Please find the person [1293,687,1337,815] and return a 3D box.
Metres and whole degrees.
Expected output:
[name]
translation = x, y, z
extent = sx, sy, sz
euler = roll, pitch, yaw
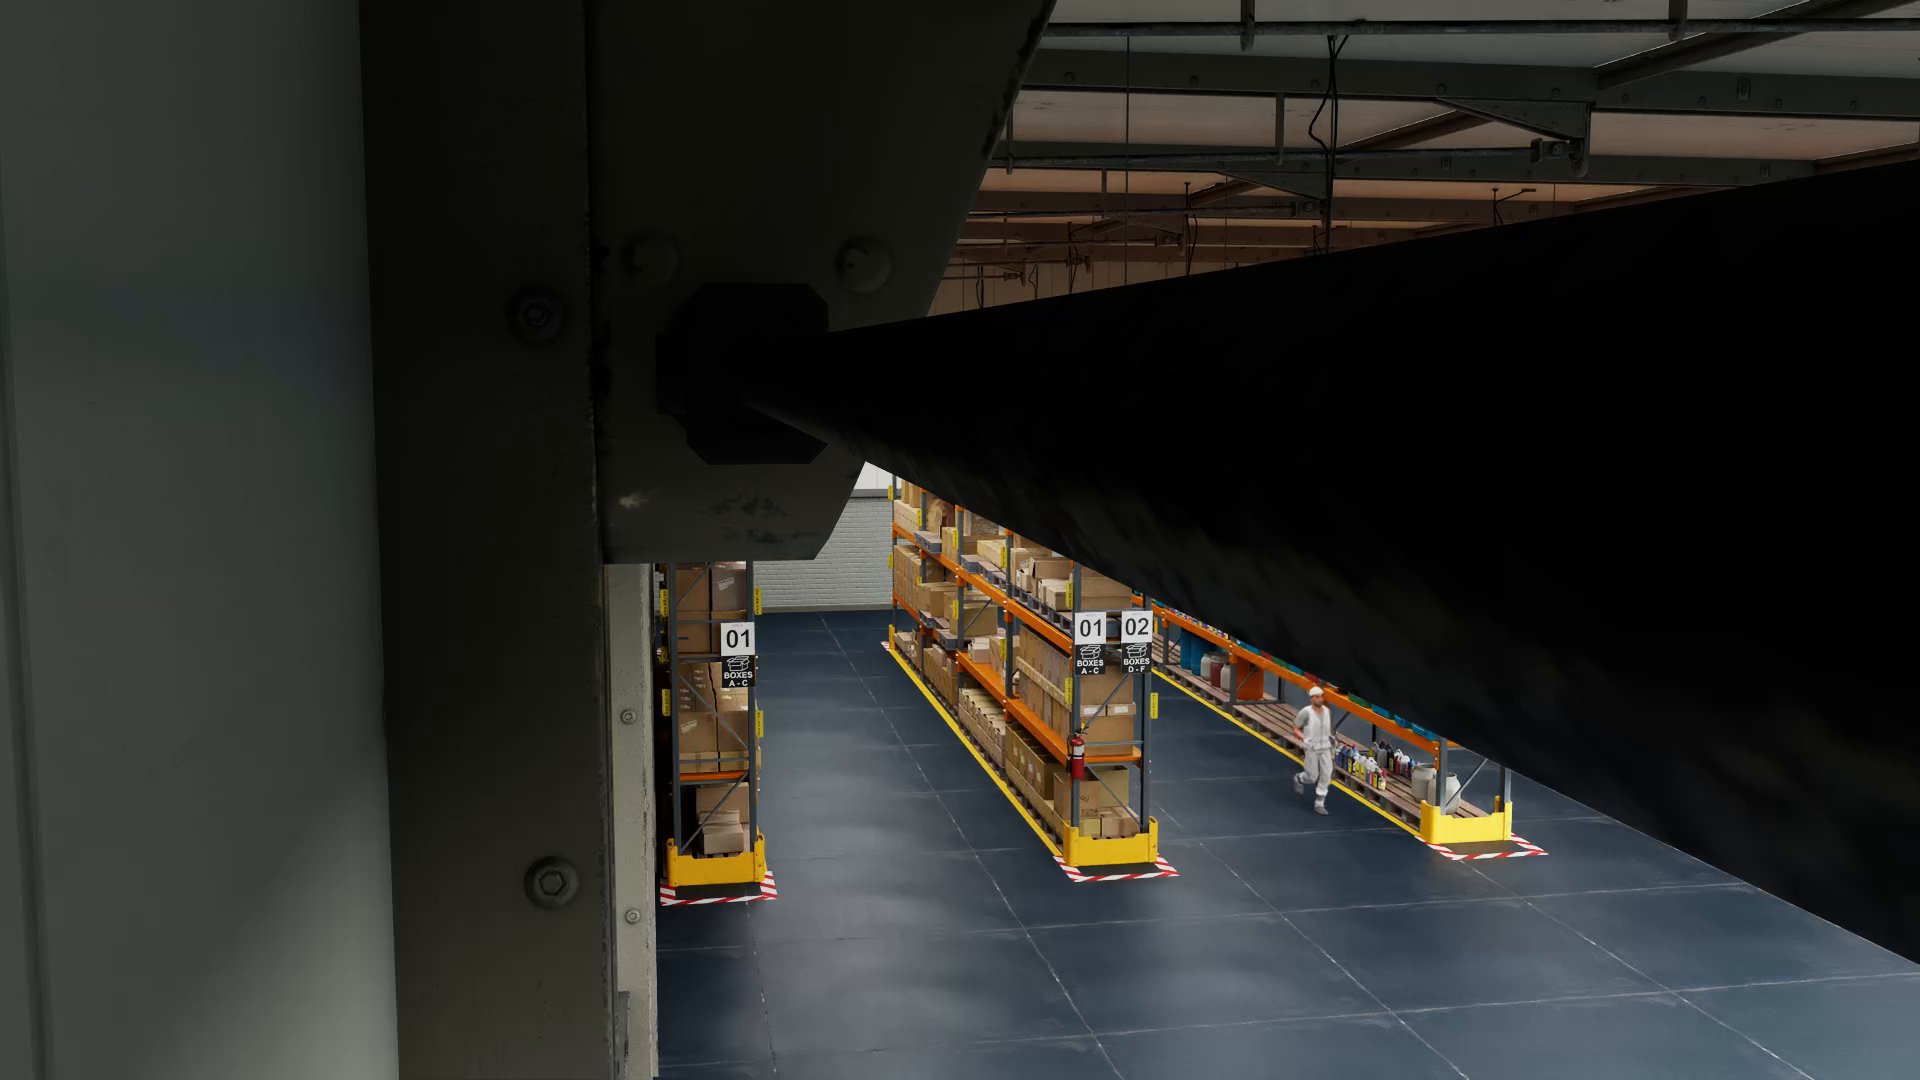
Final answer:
[person]
translation = 5.004, 2.932, 23.400
extent = 0.653, 1.758, 0.818
euler = -2, 6, -18
